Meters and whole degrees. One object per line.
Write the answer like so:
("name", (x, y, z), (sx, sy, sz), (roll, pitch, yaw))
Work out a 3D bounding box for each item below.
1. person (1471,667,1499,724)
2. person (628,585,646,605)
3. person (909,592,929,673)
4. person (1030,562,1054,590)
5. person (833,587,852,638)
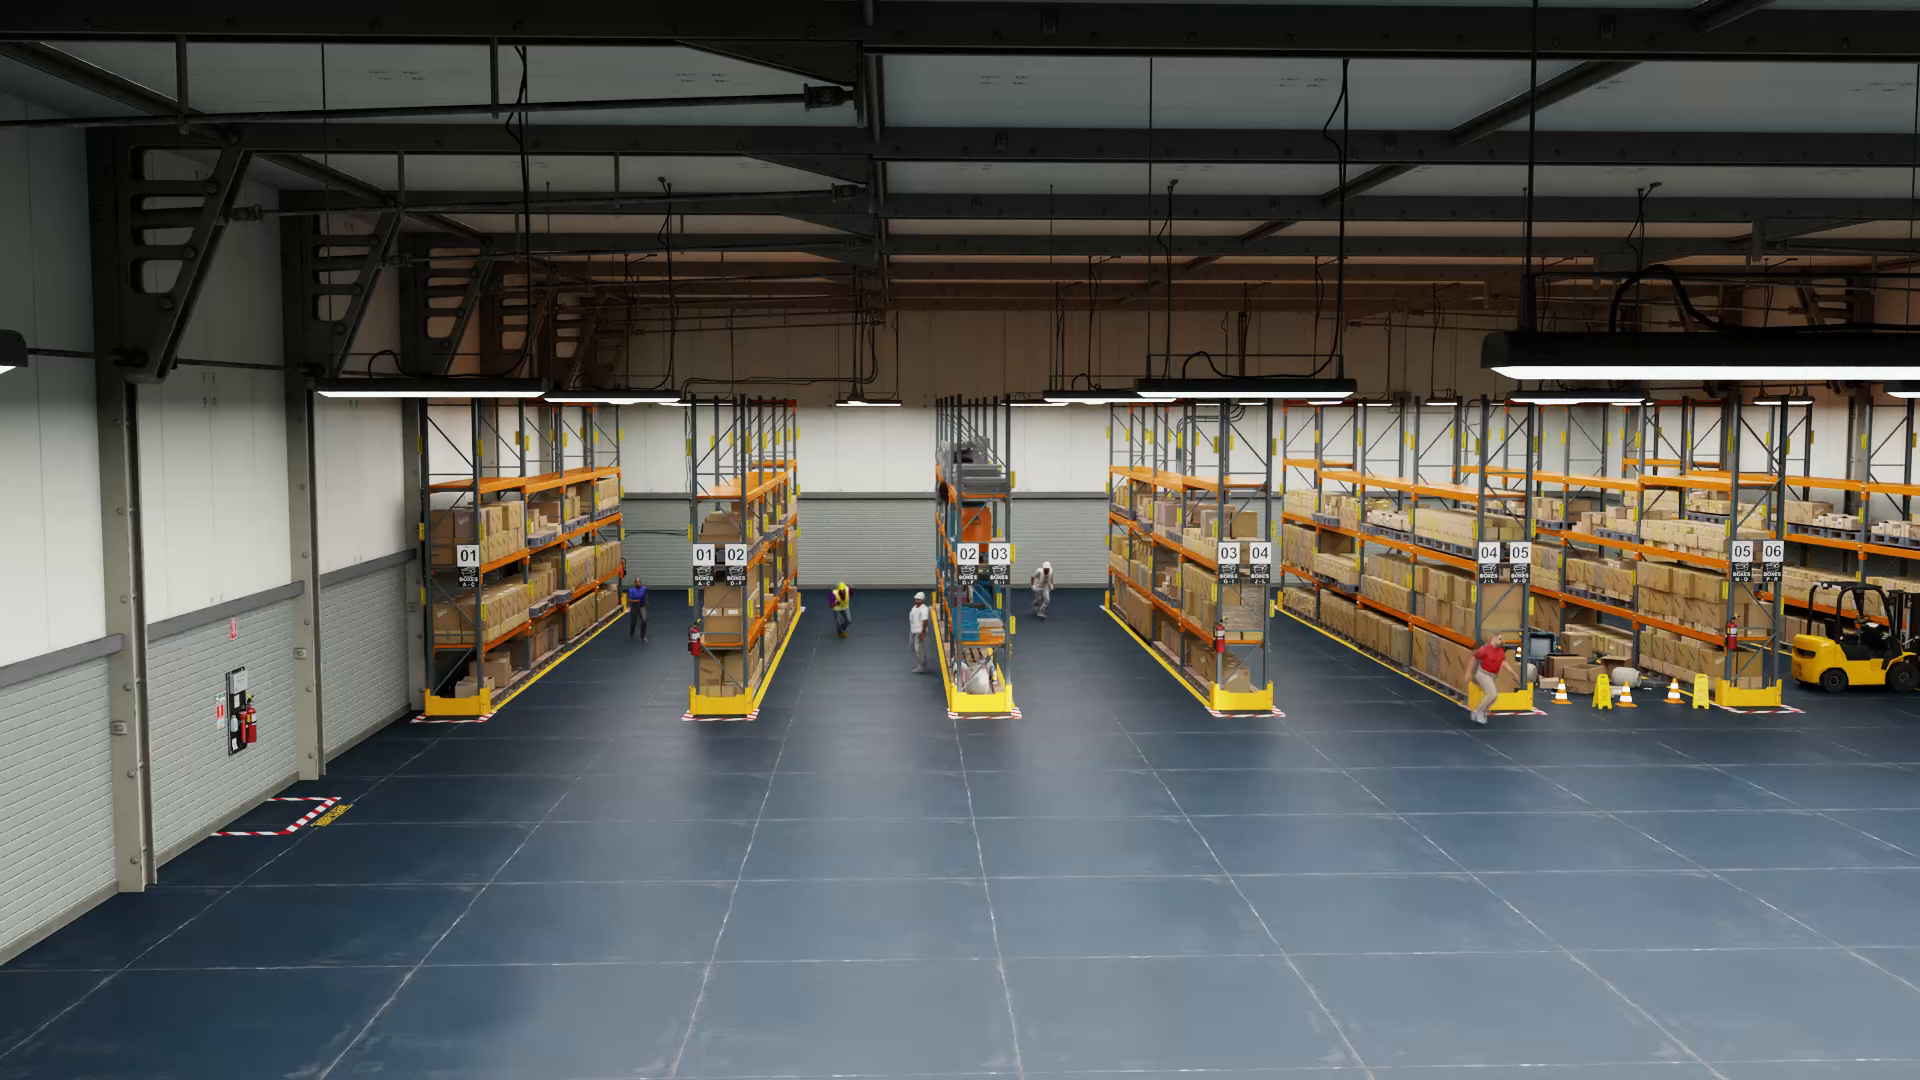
("person", (9.556, 2.812, 30.224), (0.427, 1.036, 0.611), (-4, 6, -39))
("person", (-7.916, 1.347, 40.801), (0.516, 0.518, 0.362), (-2, 5, -24))
("person", (-0.849, 1.994, 36.246), (0.602, 1.752, 0.744), (-3, 5, -32))
("person", (2.283, 1.009, 45.566), (0.693, 0.861, 0.724), (-2, 5, -24))
("person", (-2.991, 1.792, 41.325), (0.481, 1.333, 0.748), (-2, 5, -19))
